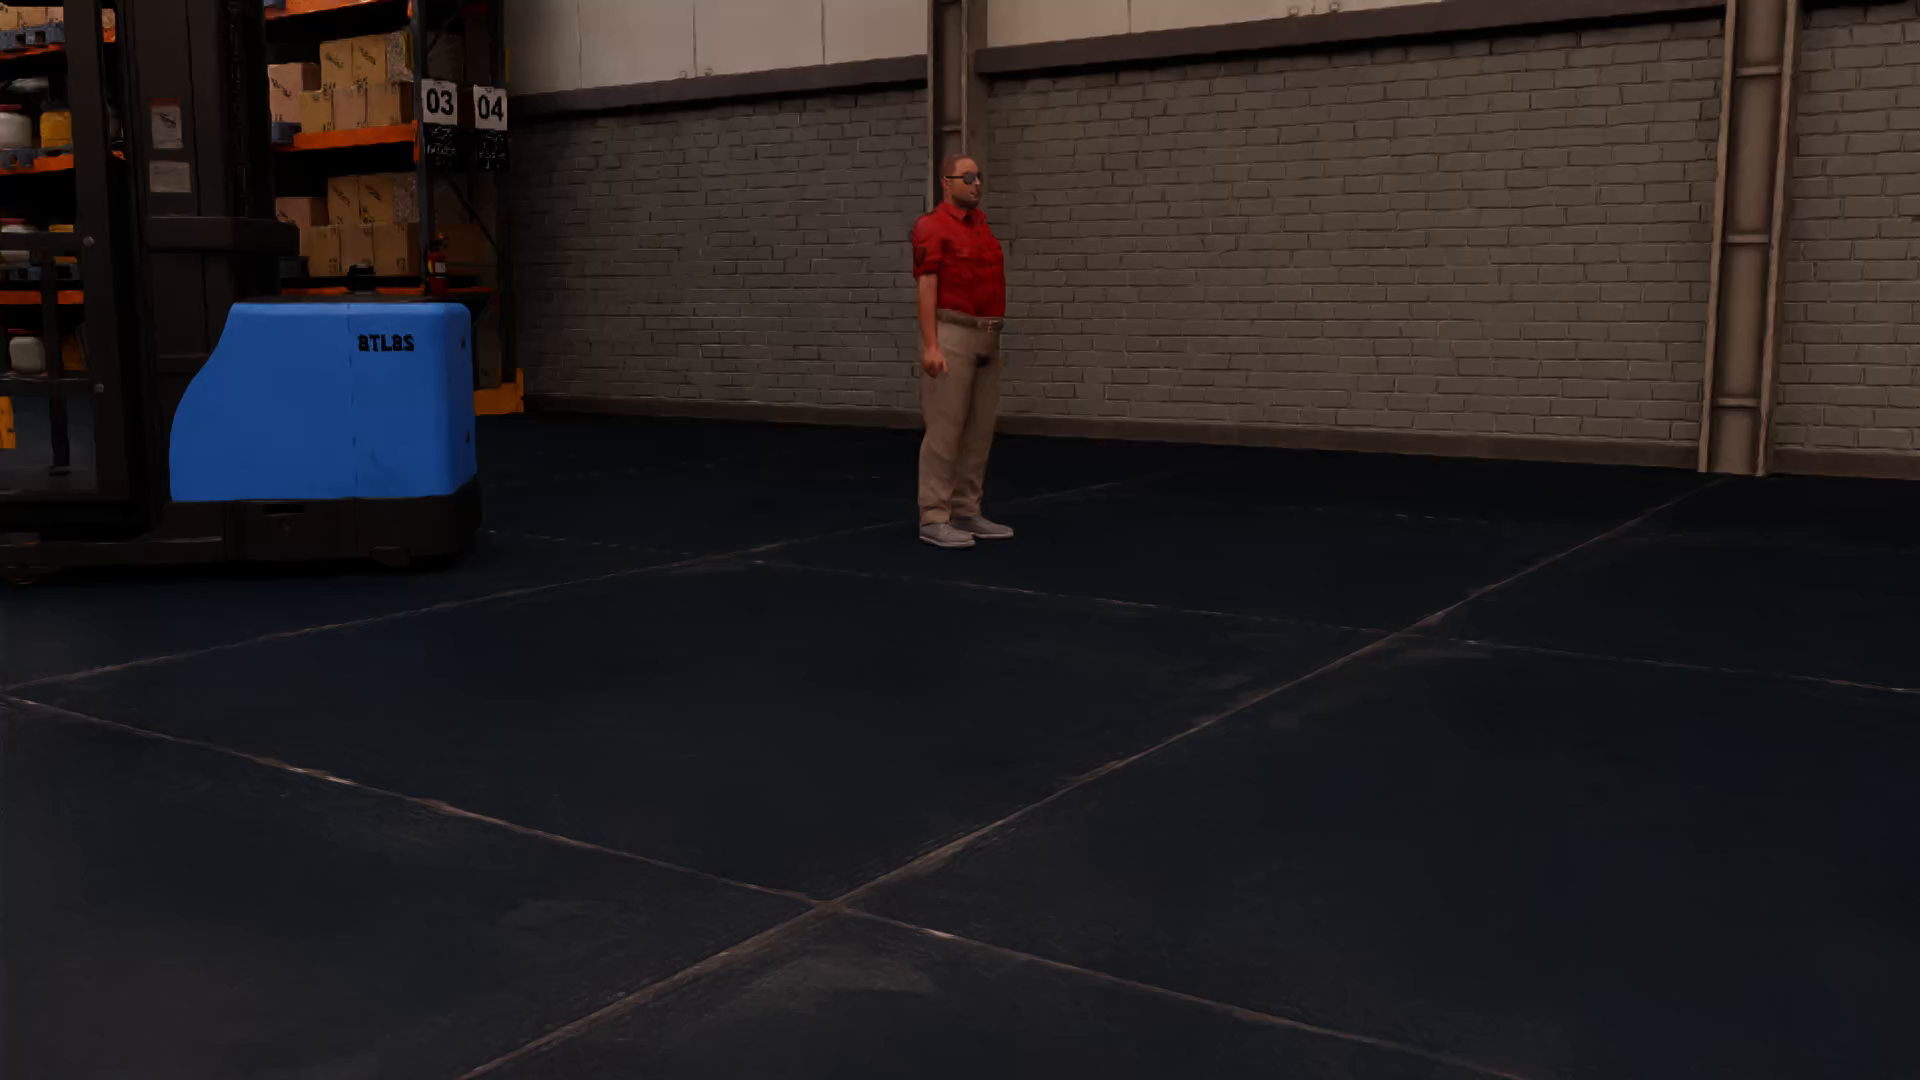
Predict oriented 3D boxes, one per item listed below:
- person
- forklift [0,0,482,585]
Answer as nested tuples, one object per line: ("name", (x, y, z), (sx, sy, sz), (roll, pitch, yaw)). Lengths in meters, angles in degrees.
("person", (0.022, -0.853, 7.468), (0.365, 1.730, 0.523), (5, 10, 34))
("forklift", (-3.599, -1.354, 6.717), (3.031, 2.935, 1.130), (-1, 8, -10))
